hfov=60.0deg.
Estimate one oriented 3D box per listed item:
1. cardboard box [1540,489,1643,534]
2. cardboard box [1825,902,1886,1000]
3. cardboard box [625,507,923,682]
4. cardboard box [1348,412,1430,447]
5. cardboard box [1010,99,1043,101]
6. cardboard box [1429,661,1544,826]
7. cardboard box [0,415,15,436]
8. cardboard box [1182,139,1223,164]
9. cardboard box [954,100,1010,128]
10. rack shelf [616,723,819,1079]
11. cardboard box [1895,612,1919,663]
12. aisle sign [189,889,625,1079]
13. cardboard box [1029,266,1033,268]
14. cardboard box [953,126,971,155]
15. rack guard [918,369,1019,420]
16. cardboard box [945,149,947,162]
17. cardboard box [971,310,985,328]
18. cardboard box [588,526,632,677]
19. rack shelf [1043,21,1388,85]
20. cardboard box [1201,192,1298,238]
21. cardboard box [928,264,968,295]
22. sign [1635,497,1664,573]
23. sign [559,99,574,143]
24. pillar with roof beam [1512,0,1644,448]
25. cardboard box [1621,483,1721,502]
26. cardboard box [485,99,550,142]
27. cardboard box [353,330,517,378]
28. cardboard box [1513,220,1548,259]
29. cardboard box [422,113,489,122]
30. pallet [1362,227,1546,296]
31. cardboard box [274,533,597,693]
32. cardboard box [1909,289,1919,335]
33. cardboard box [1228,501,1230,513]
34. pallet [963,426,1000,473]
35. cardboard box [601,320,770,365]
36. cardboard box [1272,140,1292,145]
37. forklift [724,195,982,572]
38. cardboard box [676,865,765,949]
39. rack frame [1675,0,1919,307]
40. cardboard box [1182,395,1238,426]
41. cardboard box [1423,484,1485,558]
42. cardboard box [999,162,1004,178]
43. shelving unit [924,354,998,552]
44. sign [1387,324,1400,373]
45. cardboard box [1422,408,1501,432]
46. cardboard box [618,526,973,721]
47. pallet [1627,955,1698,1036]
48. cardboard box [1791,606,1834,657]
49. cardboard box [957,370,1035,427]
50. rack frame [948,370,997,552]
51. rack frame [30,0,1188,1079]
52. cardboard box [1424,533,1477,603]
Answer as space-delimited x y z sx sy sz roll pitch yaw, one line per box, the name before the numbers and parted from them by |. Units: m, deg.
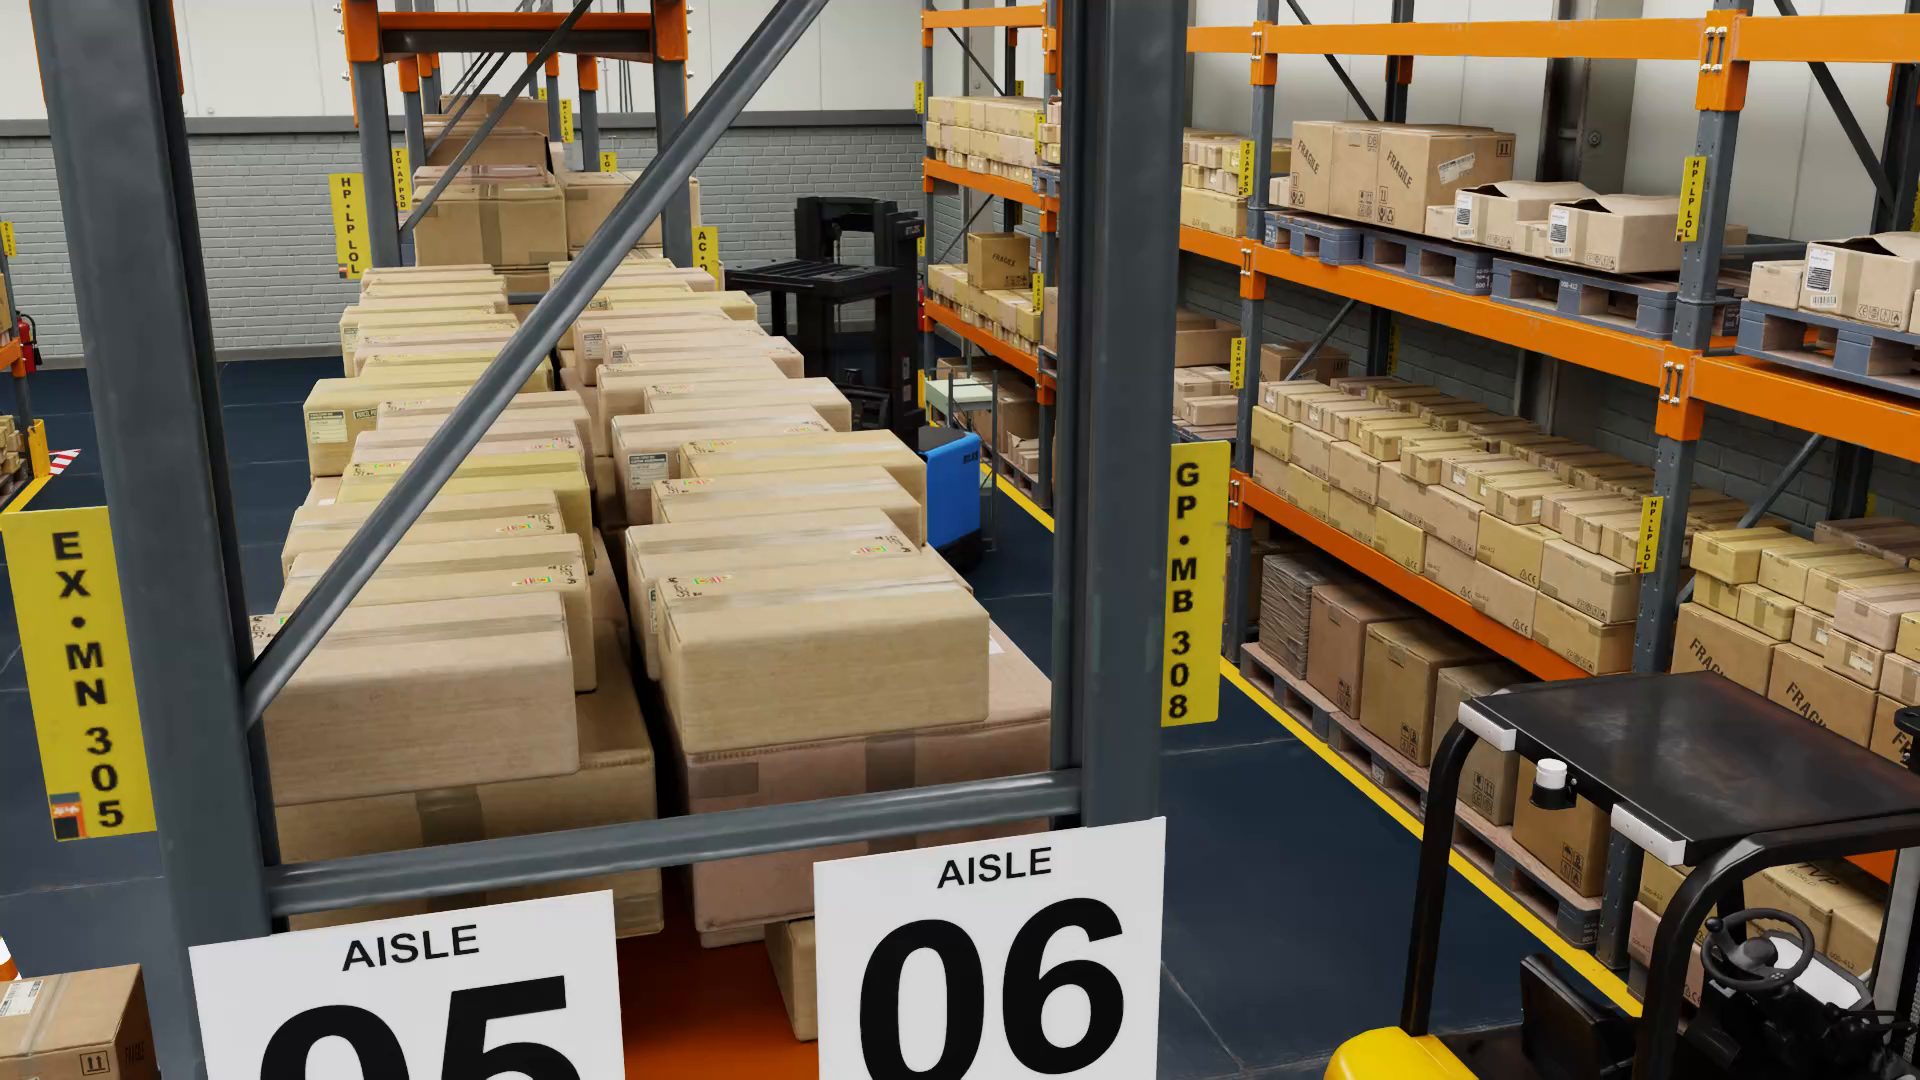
cardboard box | 2.982 -0.127 7.858 0.380 0.149 0.250 -5 17 -15
cardboard box | 3.504 1.525 5.972 0.500 0.250 0.500 -4 17 -13
cardboard box | -0.264 0.070 2.343 0.380 0.149 0.250 -5 17 -15
cardboard box | 2.451 -0.622 9.506 0.380 0.149 0.250 -5 17 -15
cardboard box | 0.781 -4.229 16.476 0.500 0.250 0.500 -5 17 -15
cardboard box | 3.034 1.028 8.713 0.875 0.625 0.625 -5 17 -16
cardboard box | -9.018 -1.050 15.425 0.380 0.149 0.250 -4 17 -15
cardboard box | 1.631 -2.715 11.613 0.380 0.149 0.250 -5 17 -16
cardboard box | 0.250 -4.193 16.356 0.500 0.250 0.500 -5 17 -16
rack shelf | -0.828 0.305 3.758 1.077 0.370 4.000 -5 17 -15
cardboard box | 3.503 0.345 5.770 0.380 0.149 0.250 -5 17 -16
aisle sign | -0.540 0.746 1.737 0.394 0.787 0.004 -5 17 -15
cardboard box | 0.478 -2.833 17.913 0.500 0.250 0.500 -4 17 -14
cardboard box | 0.244 -3.950 16.417 0.500 0.250 0.500 -5 17 -17
rack guard | 0.117 -1.650 18.577 1.175 0.500 0.348 -5 17 -15
cardboard box | 0.058 -4.008 17.303 0.380 0.149 0.250 -4 17 -14
cardboard box | 0.321 -2.204 16.513 0.380 0.149 0.250 -4 17 -14
cardboard box | -0.802 0.183 2.659 0.500 0.250 0.500 -5 17 -16
rack shelf | 1.745 -3.546 12.061 1.077 0.370 4.000 -5 17 -15
cardboard box | 1.921 -2.143 10.920 0.500 0.250 0.500 -5 18 -17
cardboard box | -0.038 -2.792 17.778 0.500 0.250 0.500 -5 17 -15
sign | 2.875 -0.020 6.931 0.100 0.325 0.005 -5 17 -15
sign | -3.057 -3.249 12.895 0.100 0.325 0.005 -5 17 -15
pillar with roof beam | -0.619 -2.899 7.962 9.100 9.000 0.400 -5 17 -15
cardboard box | 3.413 -0.170 8.001 0.380 0.149 0.250 -5 17 -15
cardboard box | -3.535 -3.282 13.371 0.500 0.500 0.500 -4 17 -14
cardboard box | -1.194 -0.385 3.857 0.380 0.149 0.250 -5 17 -16
cardboard box | 2.800 -1.395 7.700 0.380 0.149 0.250 -5 17 -15
cardboard box | -3.612 -2.788 11.900 0.500 0.500 0.500 -5 17 -16
pallet | 2.878 -1.512 8.886 1.003 0.211 1.213 -4 17 -13
cardboard box | -0.689 0.108 2.216 0.380 0.149 0.250 -4 17 -14
cardboard box | 3.437 -0.754 5.567 0.380 0.149 0.250 -4 17 -14
cardboard box | 1.811 -0.160 11.758 0.380 0.149 0.250 -6 18 -18
pallet | 0.669 -0.955 16.764 1.003 0.211 1.213 -5 17 -15
cardboard box | -0.659 -0.430 4.006 0.380 0.149 0.250 -4 17 -15
cardboard box | 2.229 -2.689 11.525 0.380 0.149 0.250 -4 17 -13
forklift | -1.029 -0.925 11.936 1.130 2.935 3.031 10 19 30
cardboard box | -0.215 0.451 2.458 0.380 0.149 0.250 -5 18 -17
rack frame | 3.394 -2.422 6.375 1.000 3.000 0.127 -5 17 -15
cardboard box | 1.746 -0.888 11.401 0.380 0.149 0.250 -4 17 -14
cardboard box | 2.730 -0.116 8.516 0.500 0.250 0.500 -4 17 -14
cardboard box | 0.575 -3.442 15.419 0.380 0.149 0.250 -4 17 -13
shelving unit | 0.002 -0.716 13.730 0.431 1.500 0.755 -5 17 -15
sign | 2.828 -1.255 10.904 0.100 0.325 0.005 -5 17 -15
cardboard box | 2.902 -0.660 9.632 0.380 0.149 0.250 -5 17 -16
cardboard box | -0.289 0.143 2.791 0.500 0.250 0.500 -5 17 -16
pallet | 3.573 2.009 6.895 1.003 0.211 1.213 -5 17 -15
cardboard box | 3.400 0.342 6.297 0.380 0.149 0.250 -5 17 -15
cardboard box | 0.371 -1.456 17.201 0.700 0.500 0.500 -4 17 -13
rack frame | 0.102 -0.615 13.393 0.400 1.500 0.023 -5 17 -15
rack frame | -0.278 -0.923 1.381 1.000 3.000 0.127 -5 17 -15
cardboard box | 2.754 0.125 8.581 0.500 0.250 0.500 -5 17 -15
